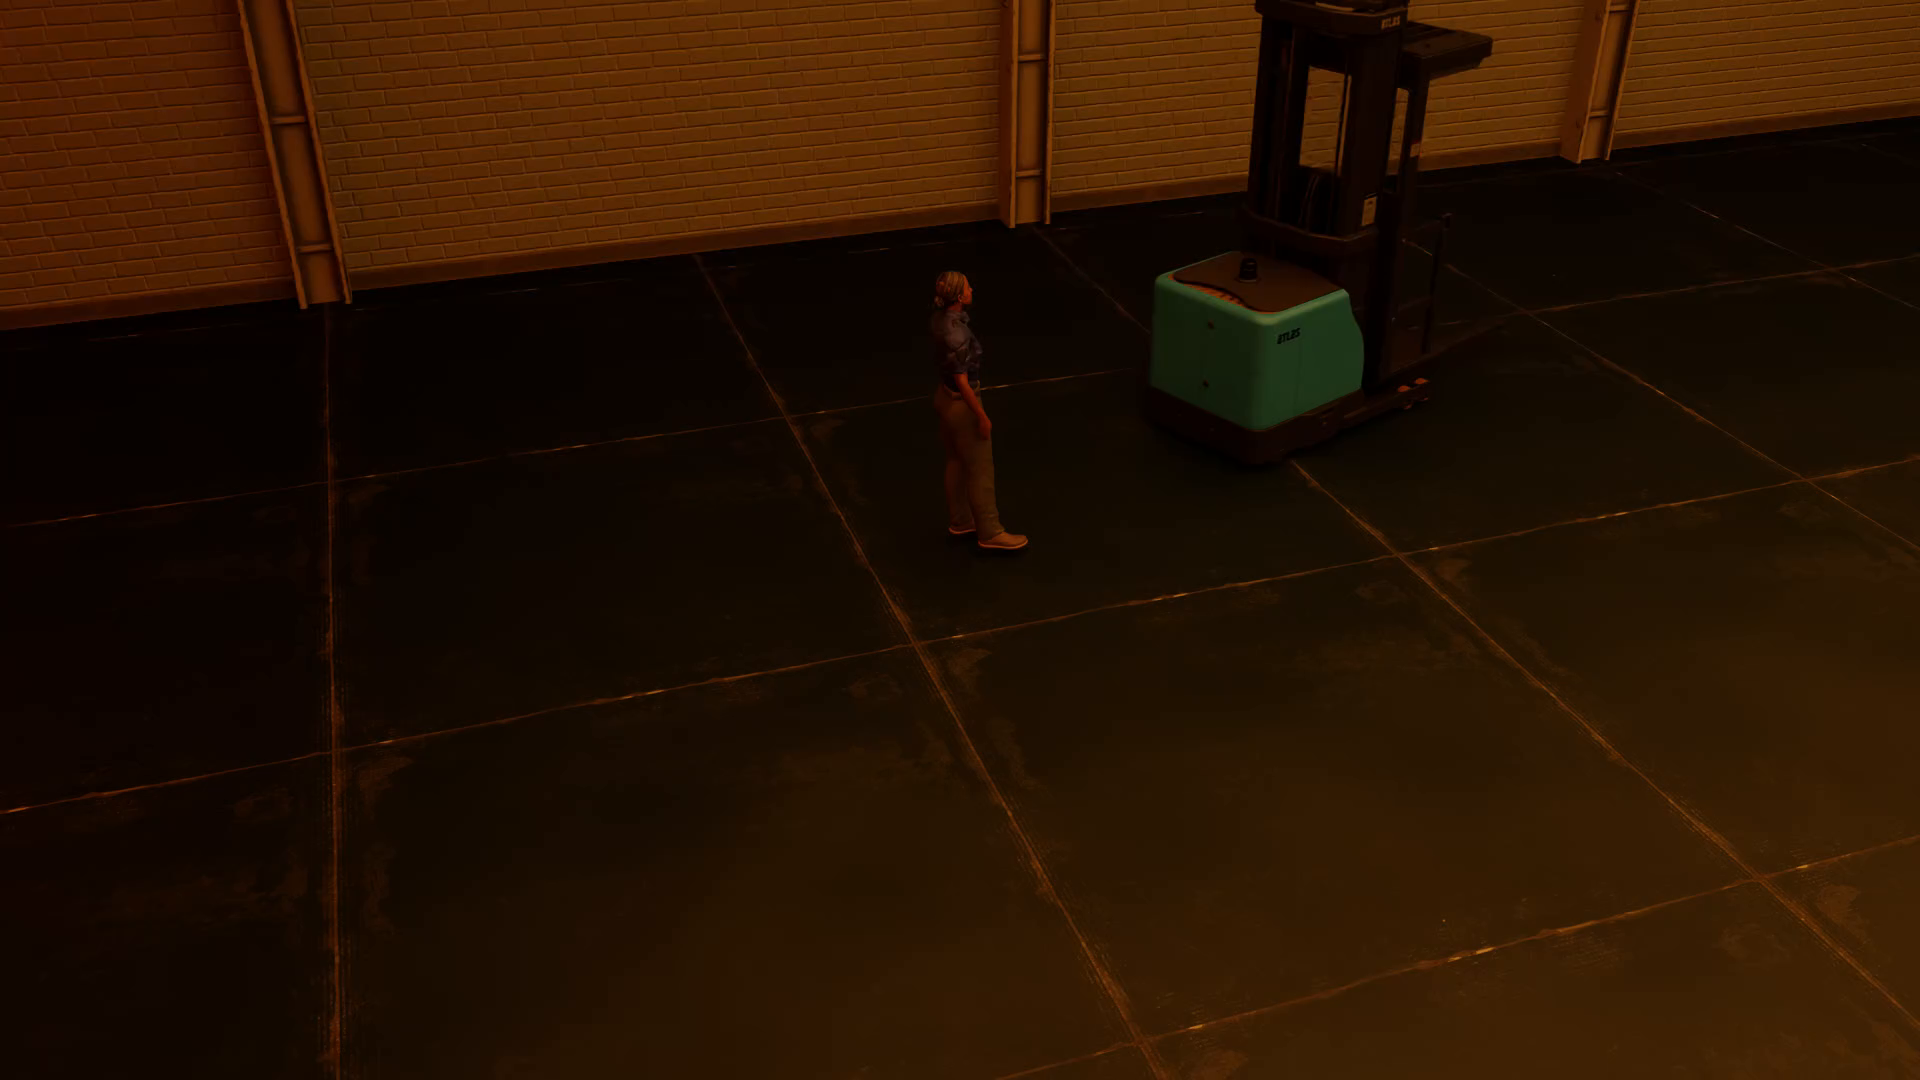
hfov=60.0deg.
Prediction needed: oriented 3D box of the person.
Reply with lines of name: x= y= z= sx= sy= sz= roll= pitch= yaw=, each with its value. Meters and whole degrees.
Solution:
person: x=0.090 y=-0.763 z=9.597 sx=0.503 sy=1.656 sz=0.569 roll=-10 pitch=31 yaw=-16

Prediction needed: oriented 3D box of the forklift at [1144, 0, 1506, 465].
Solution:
forklift: x=2.710 y=-2.359 z=11.187 sx=3.031 sy=2.935 sz=1.130 roll=-23 pitch=37 yaw=-34
